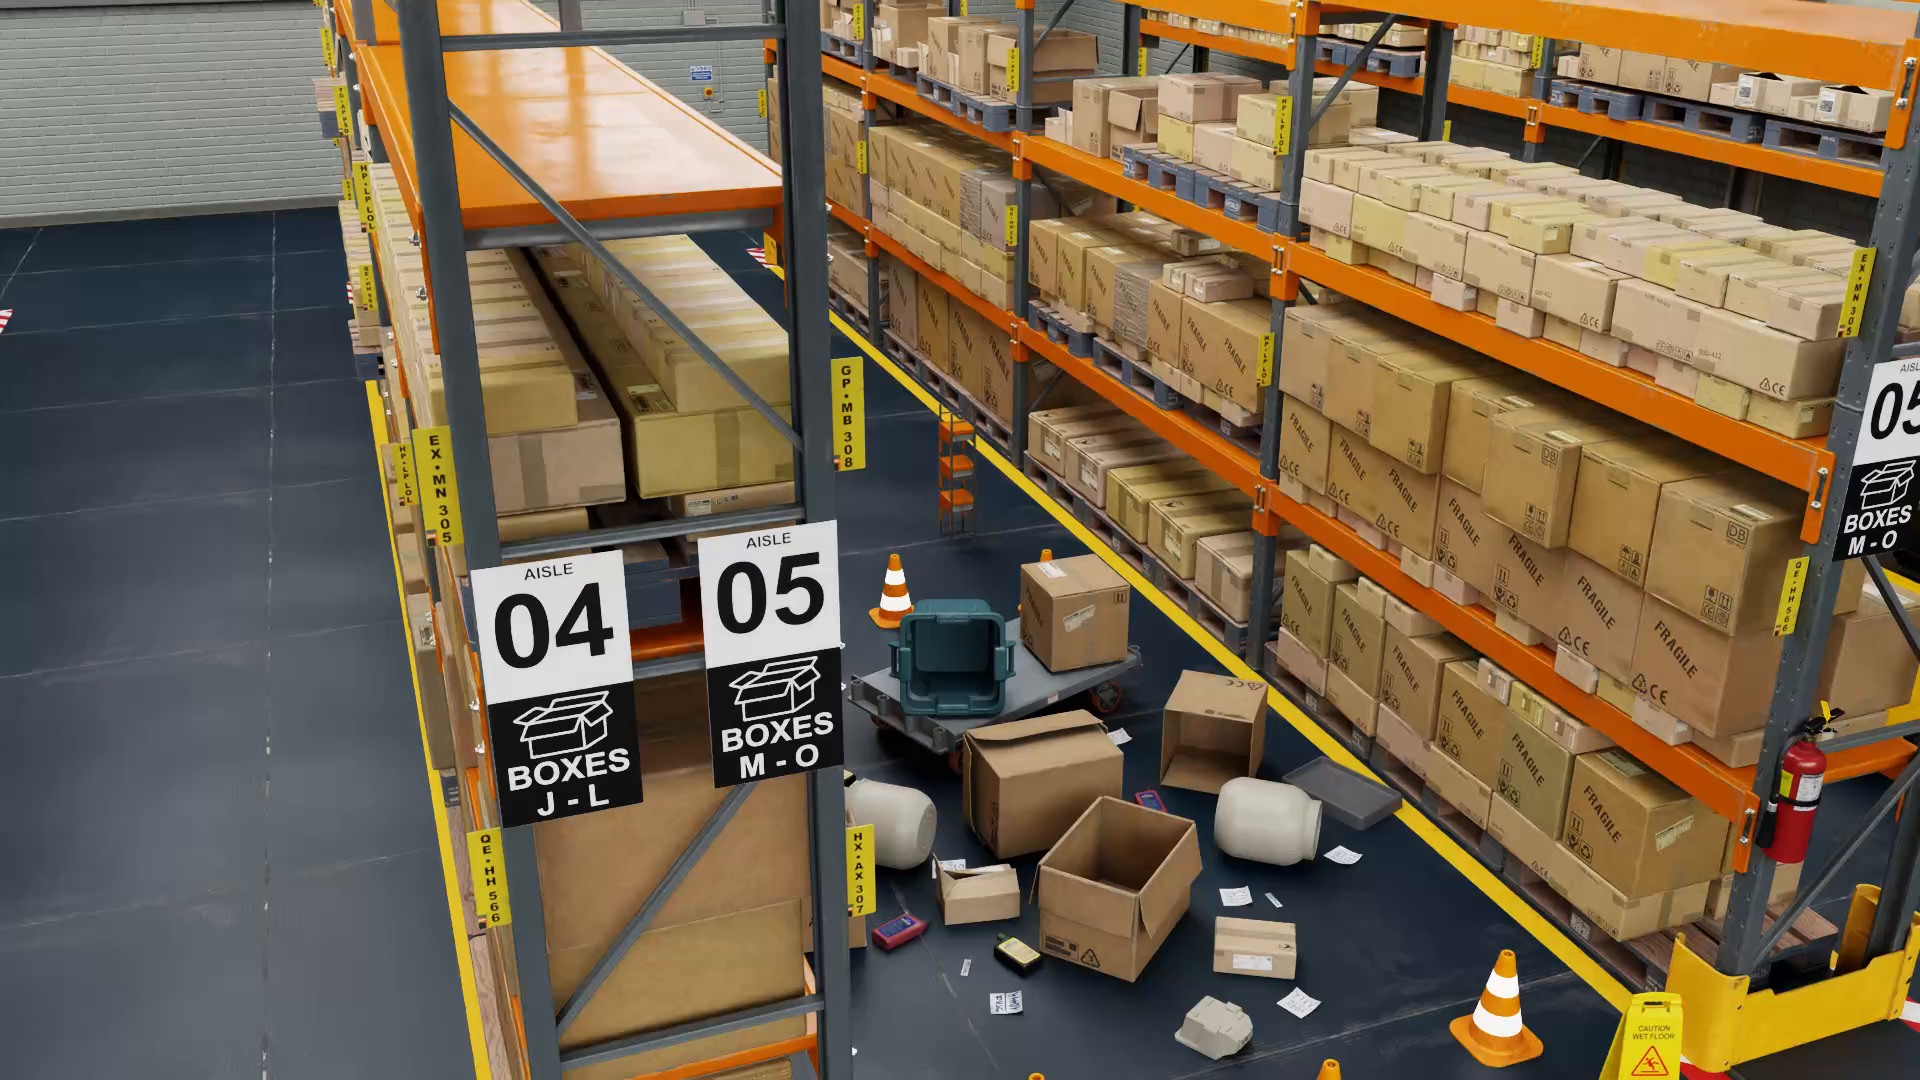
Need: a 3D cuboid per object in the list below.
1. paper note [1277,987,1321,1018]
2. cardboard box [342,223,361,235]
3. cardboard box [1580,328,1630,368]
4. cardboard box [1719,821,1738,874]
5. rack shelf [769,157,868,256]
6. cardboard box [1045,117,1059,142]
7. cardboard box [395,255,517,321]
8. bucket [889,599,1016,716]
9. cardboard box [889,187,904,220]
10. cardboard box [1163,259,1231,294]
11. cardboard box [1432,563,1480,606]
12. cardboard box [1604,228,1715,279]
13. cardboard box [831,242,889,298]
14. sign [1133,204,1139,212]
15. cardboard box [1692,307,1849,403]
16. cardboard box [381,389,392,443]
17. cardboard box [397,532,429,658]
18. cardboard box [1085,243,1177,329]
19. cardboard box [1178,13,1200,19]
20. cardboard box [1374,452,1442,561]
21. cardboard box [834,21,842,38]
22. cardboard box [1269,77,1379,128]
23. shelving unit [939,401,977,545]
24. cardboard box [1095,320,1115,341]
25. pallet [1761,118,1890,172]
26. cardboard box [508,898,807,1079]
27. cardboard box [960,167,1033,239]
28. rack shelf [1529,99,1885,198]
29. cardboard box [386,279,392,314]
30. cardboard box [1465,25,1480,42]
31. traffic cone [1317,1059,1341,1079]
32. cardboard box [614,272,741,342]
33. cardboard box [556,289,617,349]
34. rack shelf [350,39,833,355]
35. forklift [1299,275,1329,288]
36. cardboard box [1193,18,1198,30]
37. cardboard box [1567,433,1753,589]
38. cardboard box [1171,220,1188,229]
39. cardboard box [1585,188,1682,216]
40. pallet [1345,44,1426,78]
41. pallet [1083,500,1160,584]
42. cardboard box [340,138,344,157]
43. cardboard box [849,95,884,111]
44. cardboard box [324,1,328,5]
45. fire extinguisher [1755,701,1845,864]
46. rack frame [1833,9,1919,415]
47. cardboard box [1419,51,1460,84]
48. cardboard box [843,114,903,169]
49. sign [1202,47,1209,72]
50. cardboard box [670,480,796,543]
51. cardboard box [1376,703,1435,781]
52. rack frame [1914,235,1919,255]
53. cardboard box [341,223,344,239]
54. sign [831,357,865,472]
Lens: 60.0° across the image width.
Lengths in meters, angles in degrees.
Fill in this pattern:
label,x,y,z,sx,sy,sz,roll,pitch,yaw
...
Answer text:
label,x,y,z,sx,sy,sz,roll,pitch,yaw
paper note,1.563,2.129,7.659,0.148,0.019,0.142,-18,29,-37
cardboard box,-4.998,-2.581,14.027,0.380,0.149,0.250,-9,24,-19
cardboard box,3.031,-0.899,7.481,0.380,0.149,0.250,-9,24,-19
cardboard box,3.724,1.220,8.028,0.500,0.500,0.500,-9,25,-21
rack shelf,-1.187,-3.924,19.124,1.077,0.370,4.000,-8,24,-19
cardboard box,0.885,-3.204,12.951,0.380,0.149,0.250,-8,24,-19
cardboard box,-1.722,-0.864,5.703,0.380,0.149,0.250,-9,24,-20
bucket,-0.045,0.635,9.639,0.726,0.611,0.620,0,13,-1
cardboard box,-0.378,-3.306,16.281,0.500,0.250,0.500,-8,24,-18
cardboard box,1.597,-1.779,11.222,0.380,0.149,0.250,-9,25,-21
cardboard box,2.715,0.206,8.722,0.380,0.149,0.250,-8,24,-19
cardboard box,3.079,-1.263,7.320,0.380,0.149,0.250,-8,24,-19
cardboard box,-0.919,-3.110,19.024,0.875,0.438,0.875,-9,25,-21
sign,1.437,-2.650,13.787,0.100,0.325,0.005,-8,24,-19
cardboard box,3.326,-0.768,6.657,0.500,0.250,0.500,-9,24,-20
cardboard box,-4.522,-0.983,13.899,0.500,0.500,0.500,-9,25,-21
cardboard box,-2.890,0.373,10.359,1.050,0.750,0.750,-8,24,-19
cardboard box,1.260,-1.876,12.287,0.500,0.500,0.500,-8,24,-18
cardboard box,3.018,-6.547,20.368,0.500,0.250,0.500,-9,25,-21
cardboard box,2.605,-0.244,8.954,0.500,0.500,0.500,-9,24,-19
cardboard box,-1.099,-5.319,17.300,0.380,0.149,0.250,-8,24,-18
cardboard box,2.329,-2.806,10.692,0.500,0.250,0.500,-9,24,-20
shelving unit,-0.019,-0.503,12.592,0.215,1.050,0.252,-8,24,-19
cardboard box,1.231,-1.617,12.507,0.380,0.149,0.250,-7,24,-16
pallet,6.664,-2.917,12.193,0.805,0.209,1.217,-9,25,-21
cardboard box,-1.010,1.350,5.493,0.875,0.550,0.550,-8,24,-19
cardboard box,0.316,-2.919,14.398,0.500,0.500,0.500,-8,24,-18
rack shelf,6.281,-3.082,13.264,1.077,0.370,4.000,-8,24,-19
cardboard box,-2.259,-1.049,7.168,0.380,0.149,0.250,-8,24,-19
cardboard box,4.991,-4.774,15.649,0.380,0.149,0.250,-9,24,-20
traffic cone,1.482,2.297,6.704,0.336,0.463,0.334,-8,24,-19
cardboard box,-0.923,-0.767,5.473,0.380,0.149,0.250,-8,24,-18
cardboard box,-1.126,-0.721,5.876,0.500,0.250,0.500,-9,24,-19
rack shelf,-1.543,-1.428,5.993,1.077,0.370,4.000,-8,24,-19
forklift,3.523,-2.019,13.768,3.031,2.935,1.130,0,23,-1
cardboard box,3.072,-6.316,20.334,0.380,0.149,0.250,-9,24,-20
cardboard box,3.202,-0.153,7.452,0.700,0.500,0.500,-8,24,-18
cardboard box,3.142,-4.155,21.424,0.700,0.500,0.500,-7,24,-17
cardboard box,3.299,-1.620,8.167,0.380,0.149,0.250,-8,24,-18
pallet,4.696,-4.884,16.855,1.213,0.211,1.003,-8,24,-19
pallet,1.635,-0.064,12.629,1.003,0.211,1.213,-8,24,-19
cardboard box,-6.048,-4.151,16.938,0.500,0.500,0.500,-9,25,-21
cardboard box,-0.957,-4.605,17.563,0.380,0.149,0.250,-8,24,-19
cardboard box,-6.207,-5.364,16.789,0.380,0.149,0.250,-8,24,-17
fire extinguisher,3.368,0.972,6.682,0.296,0.674,0.183,-8,24,-19
rack frame,3.759,-1.933,5.750,1.000,3.000,0.127,-8,24,-19
cardboard box,4.811,-4.588,16.105,0.500,0.250,0.500,-8,24,-19
cardboard box,-0.905,-4.169,17.363,0.500,0.500,0.500,-9,24,-19
sign,3.275,-6.413,22.205,0.100,0.325,0.005,-8,24,-19
cardboard box,-0.658,-0.127,4.982,0.380,0.149,0.250,-8,24,-19
cardboard box,2.691,1.088,9.306,0.500,0.250,0.500,-9,24,-20
rack frame,6.988,-1.304,11.983,1.000,3.000,0.127,-8,24,-19
cardboard box,-5.367,-2.821,14.982,0.380,0.149,0.250,-8,24,-18
sign,-0.315,-0.348,4.625,0.100,0.325,0.005,-8,24,-19
